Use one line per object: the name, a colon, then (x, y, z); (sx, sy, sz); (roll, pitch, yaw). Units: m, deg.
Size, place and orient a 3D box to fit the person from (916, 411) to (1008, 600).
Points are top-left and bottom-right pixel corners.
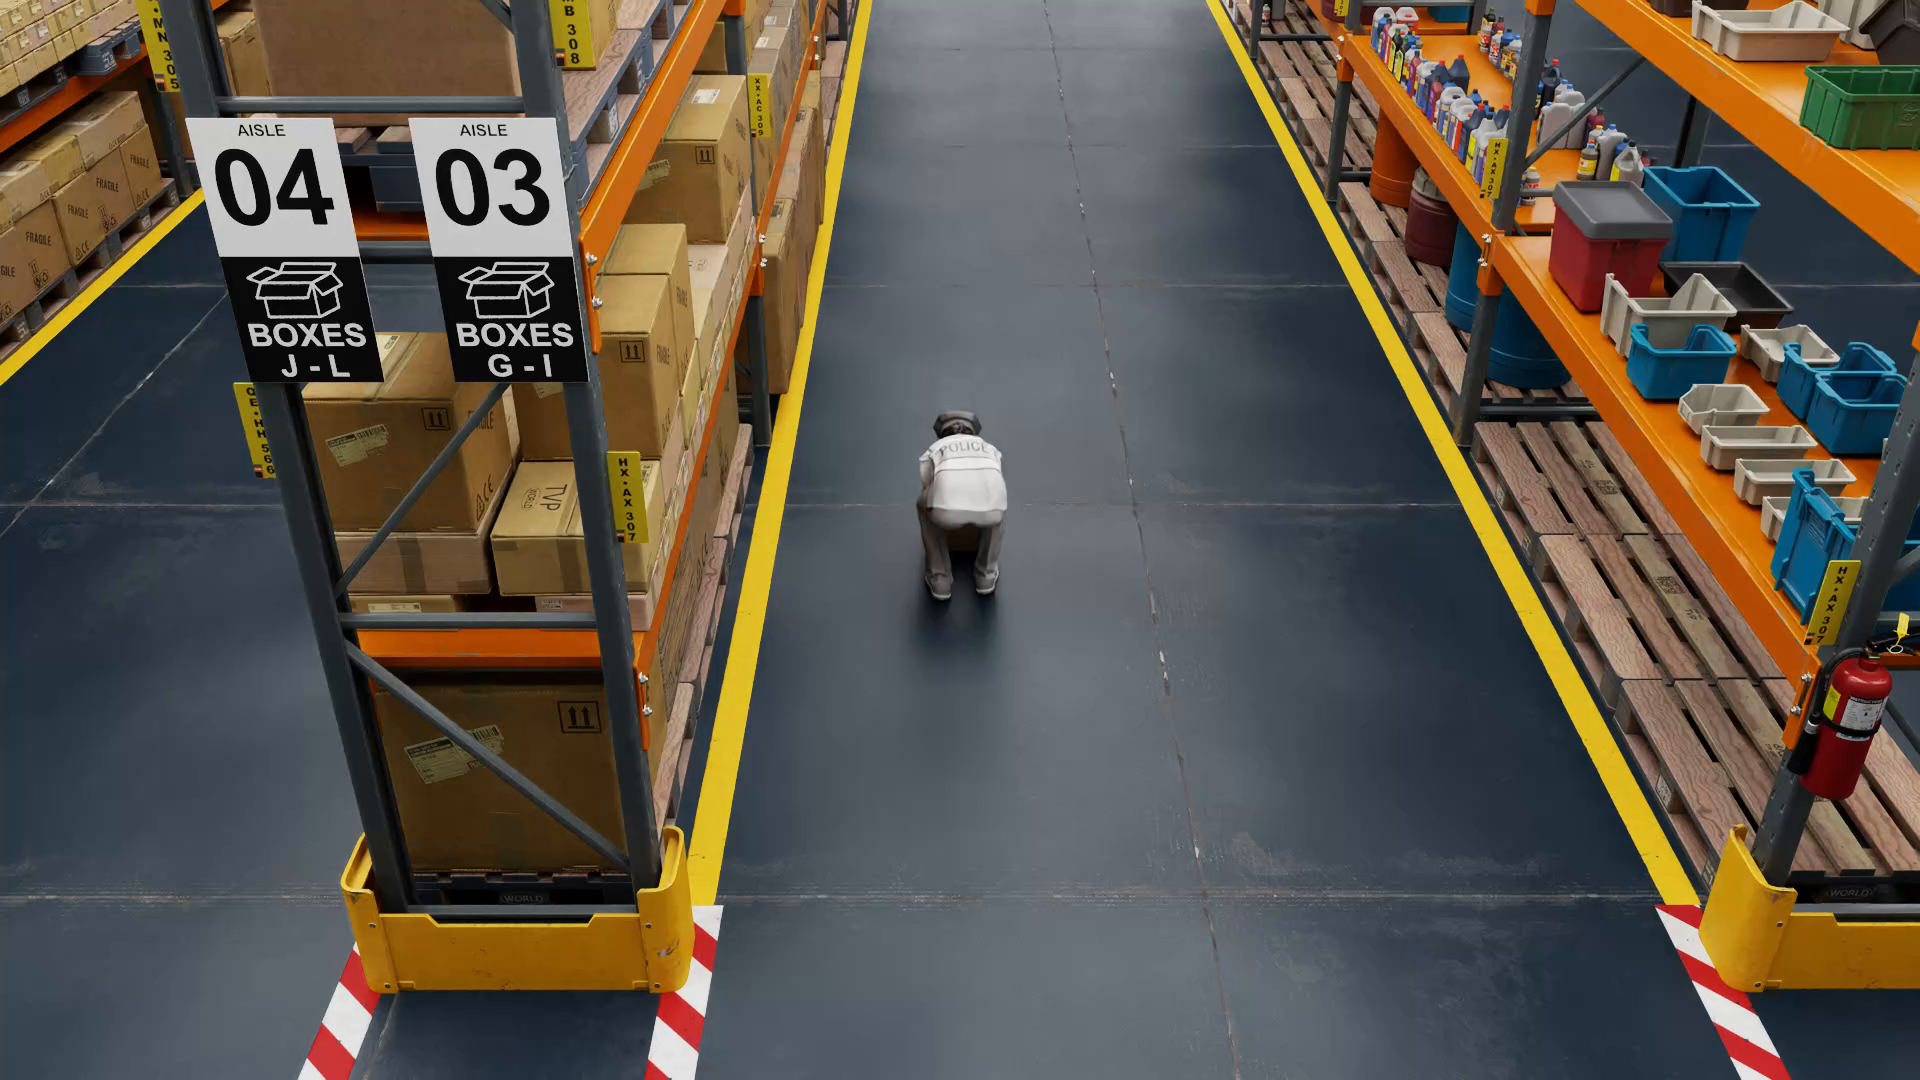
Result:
person: (0.010, -0.164, 8.268); (0.456, 0.783, 0.910); (-1, 32, -2)
